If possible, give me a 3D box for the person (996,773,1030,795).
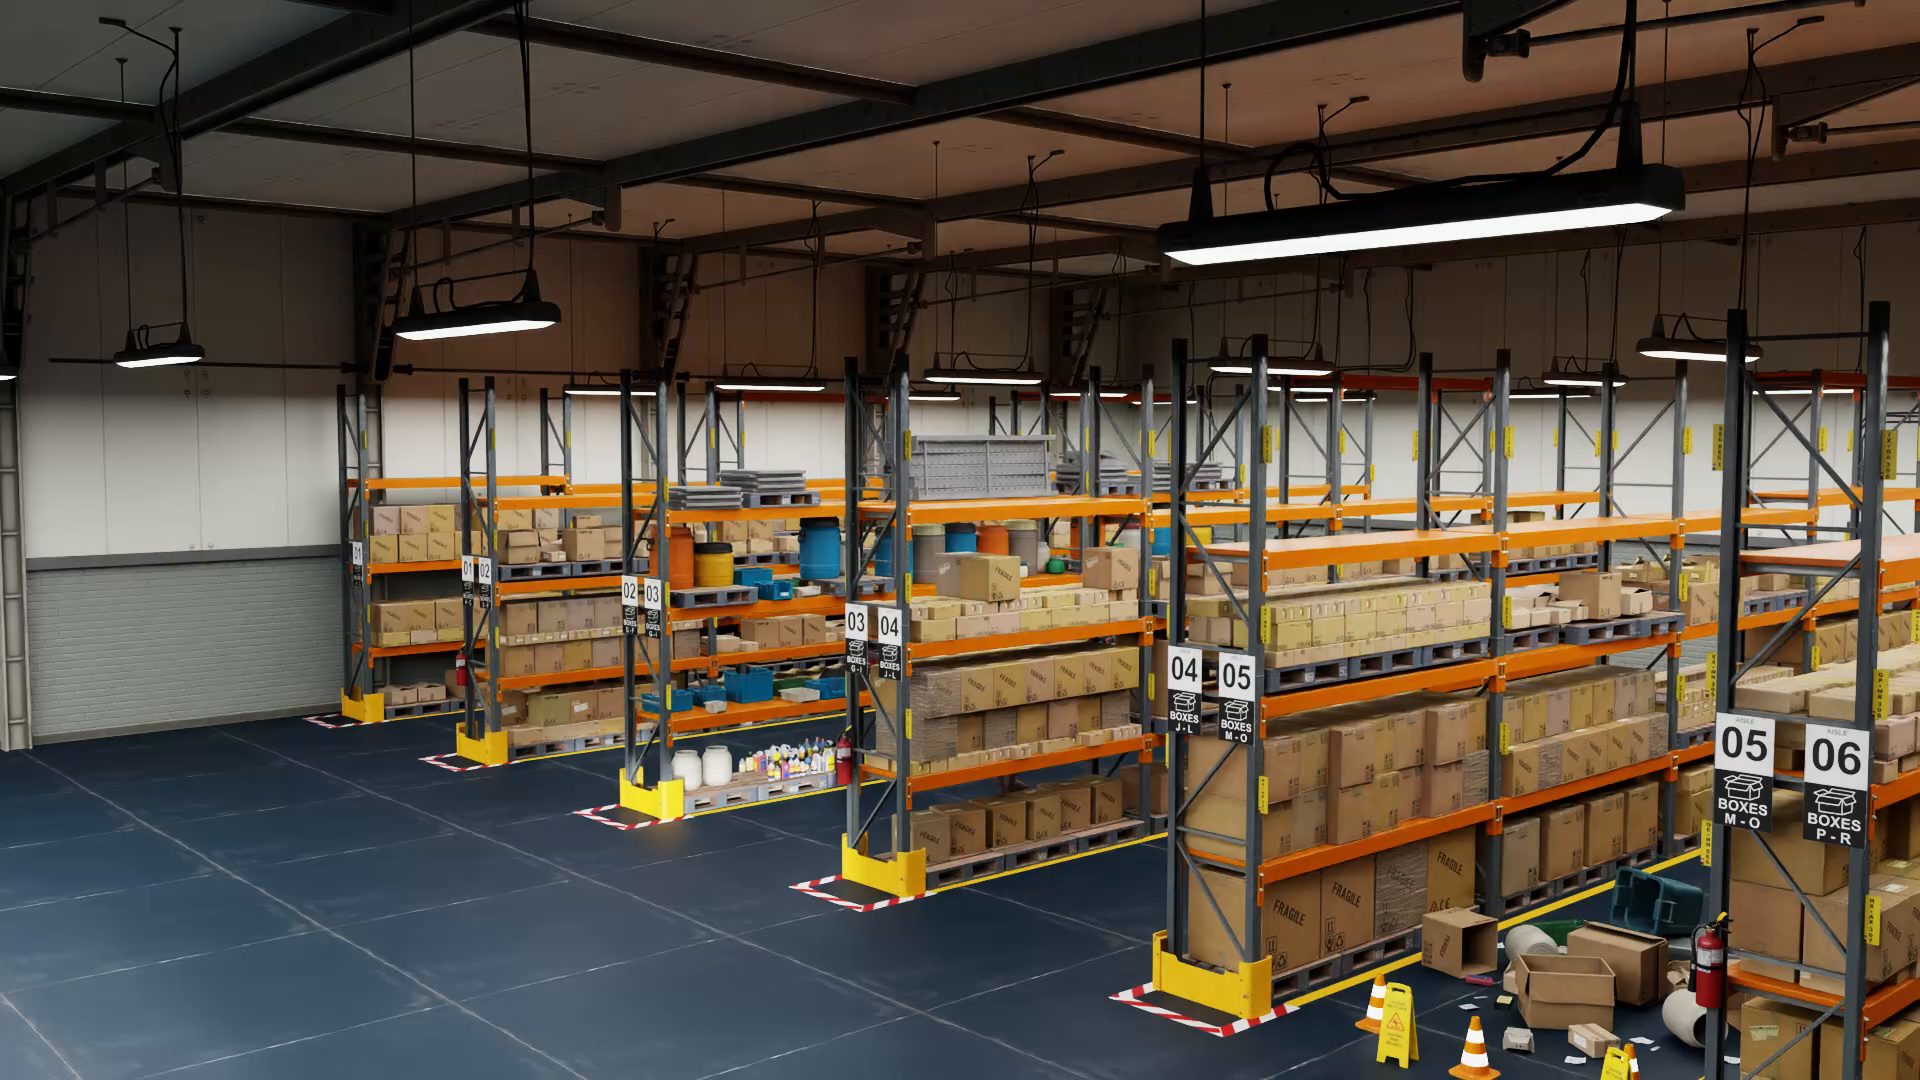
[{"bbox_3d":[0.744,2.856,22.351,0.609,1.699,0.602,-2,4,-23],"label":"person"}]
